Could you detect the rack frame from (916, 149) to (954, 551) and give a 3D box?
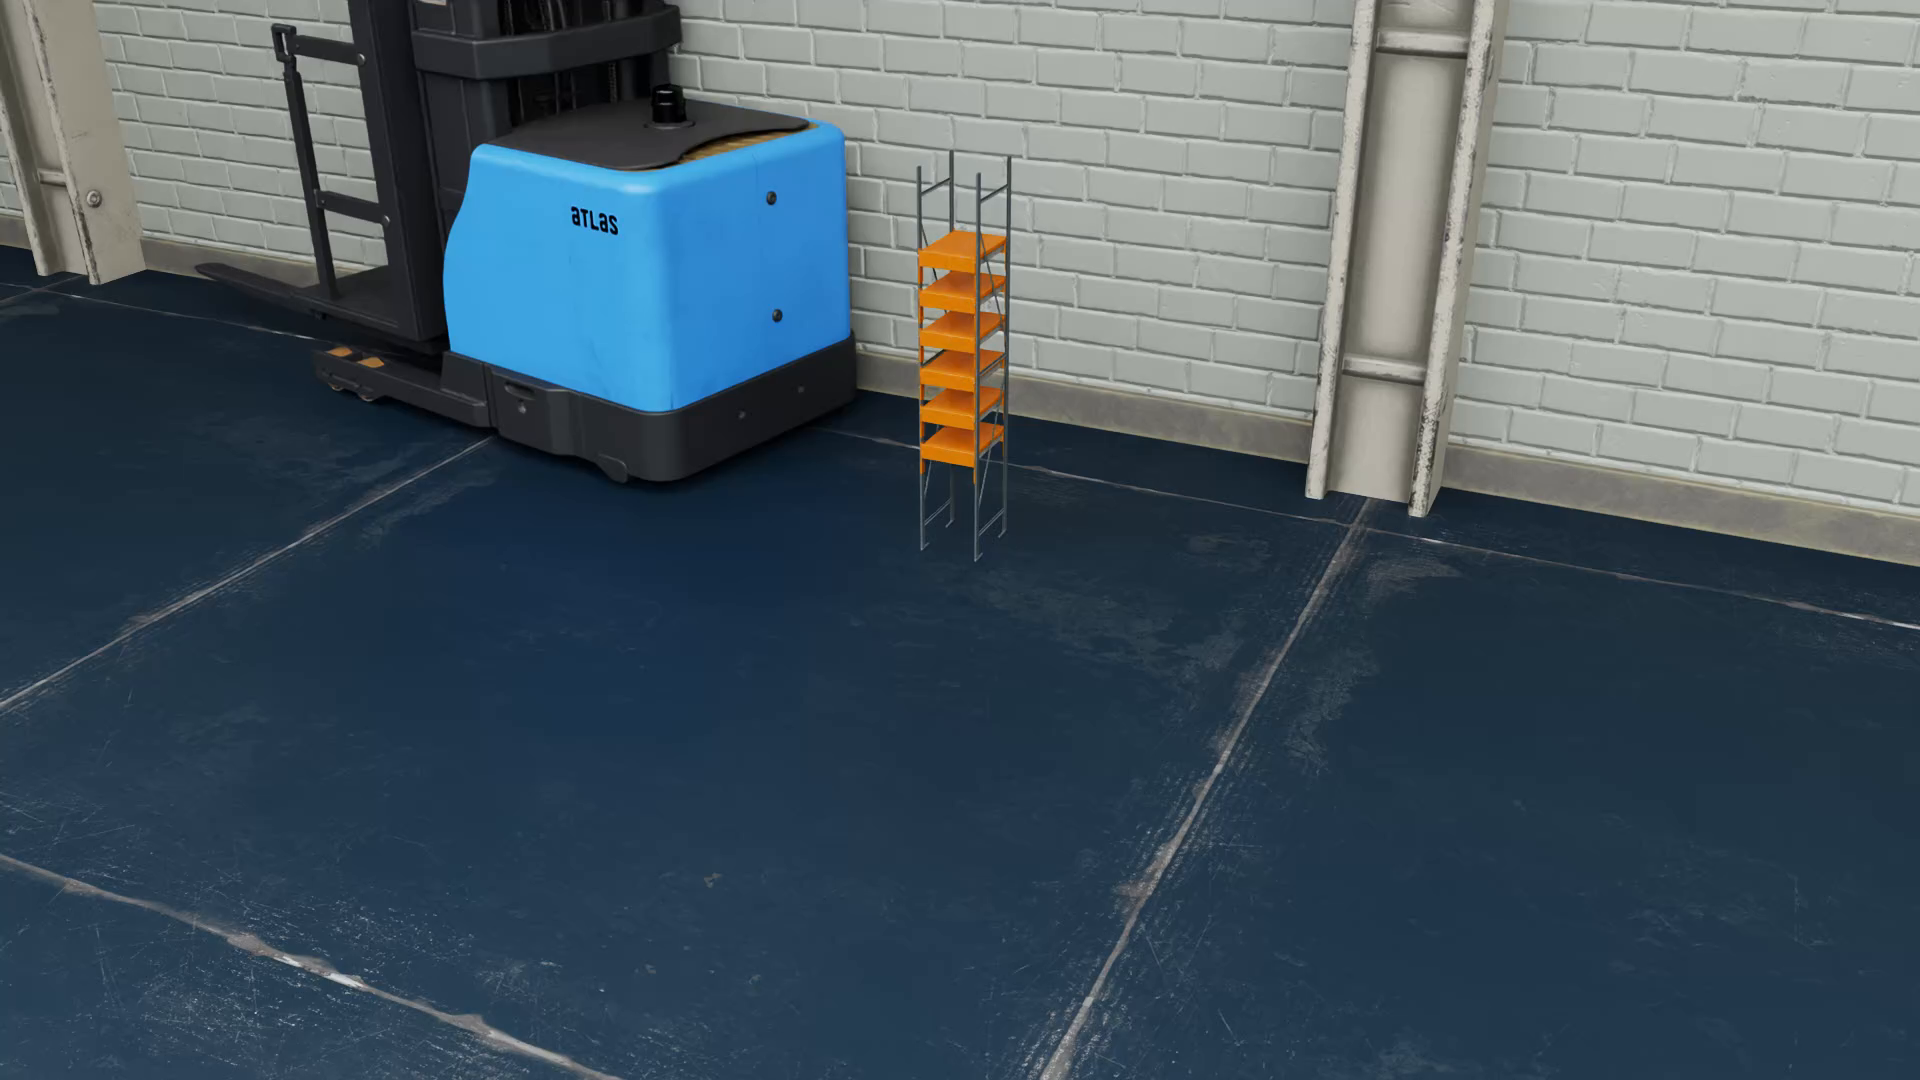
[{"bbox_3d":[-0.070,-0.552,5.014,0.006,1.200,0.240,11,28,22],"label":"rack frame"}]

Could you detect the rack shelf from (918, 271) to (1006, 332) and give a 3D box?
[{"bbox_3d":[0.013,-0.711,4.893,0.180,0.103,0.258,11,28,22],"label":"rack shelf"}]

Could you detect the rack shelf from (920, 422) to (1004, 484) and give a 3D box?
[{"bbox_3d":[0.013,-0.280,5.105,0.180,0.103,0.258,11,28,22],"label":"rack shelf"}]

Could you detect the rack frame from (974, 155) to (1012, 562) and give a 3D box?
[{"bbox_3d":[0.096,-0.519,4.946,0.006,1.200,0.240,11,28,22],"label":"rack frame"}]

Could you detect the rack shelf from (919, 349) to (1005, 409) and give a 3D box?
[{"bbox_3d":[0.013,-0.496,4.999,0.180,0.103,0.258,11,28,22],"label":"rack shelf"}]

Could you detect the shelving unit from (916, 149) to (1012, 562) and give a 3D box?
[{"bbox_3d":[0.013,-0.536,4.980,0.189,1.200,0.258,11,28,22],"label":"shelving unit"}]

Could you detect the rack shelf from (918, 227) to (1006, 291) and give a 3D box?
[{"bbox_3d":[0.013,-0.819,4.840,0.180,0.103,0.258,11,28,22],"label":"rack shelf"}]

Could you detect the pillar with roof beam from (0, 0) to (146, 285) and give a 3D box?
[{"bbox_3d":[-5.851,-3.573,2.320,0.400,9.000,9.100,11,28,22],"label":"pillar with roof beam"}]

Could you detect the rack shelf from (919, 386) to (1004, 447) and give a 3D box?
[{"bbox_3d":[0.013,-0.388,5.052,0.180,0.103,0.258,11,28,22],"label":"rack shelf"}]

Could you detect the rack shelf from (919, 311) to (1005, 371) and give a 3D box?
[{"bbox_3d":[0.013,-0.603,4.946,0.180,0.103,0.258,11,28,22],"label":"rack shelf"}]

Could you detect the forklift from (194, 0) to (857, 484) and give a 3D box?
[{"bbox_3d":[-1.869,-2.007,6.009,3.031,2.935,1.130,18,31,32],"label":"forklift"}]
